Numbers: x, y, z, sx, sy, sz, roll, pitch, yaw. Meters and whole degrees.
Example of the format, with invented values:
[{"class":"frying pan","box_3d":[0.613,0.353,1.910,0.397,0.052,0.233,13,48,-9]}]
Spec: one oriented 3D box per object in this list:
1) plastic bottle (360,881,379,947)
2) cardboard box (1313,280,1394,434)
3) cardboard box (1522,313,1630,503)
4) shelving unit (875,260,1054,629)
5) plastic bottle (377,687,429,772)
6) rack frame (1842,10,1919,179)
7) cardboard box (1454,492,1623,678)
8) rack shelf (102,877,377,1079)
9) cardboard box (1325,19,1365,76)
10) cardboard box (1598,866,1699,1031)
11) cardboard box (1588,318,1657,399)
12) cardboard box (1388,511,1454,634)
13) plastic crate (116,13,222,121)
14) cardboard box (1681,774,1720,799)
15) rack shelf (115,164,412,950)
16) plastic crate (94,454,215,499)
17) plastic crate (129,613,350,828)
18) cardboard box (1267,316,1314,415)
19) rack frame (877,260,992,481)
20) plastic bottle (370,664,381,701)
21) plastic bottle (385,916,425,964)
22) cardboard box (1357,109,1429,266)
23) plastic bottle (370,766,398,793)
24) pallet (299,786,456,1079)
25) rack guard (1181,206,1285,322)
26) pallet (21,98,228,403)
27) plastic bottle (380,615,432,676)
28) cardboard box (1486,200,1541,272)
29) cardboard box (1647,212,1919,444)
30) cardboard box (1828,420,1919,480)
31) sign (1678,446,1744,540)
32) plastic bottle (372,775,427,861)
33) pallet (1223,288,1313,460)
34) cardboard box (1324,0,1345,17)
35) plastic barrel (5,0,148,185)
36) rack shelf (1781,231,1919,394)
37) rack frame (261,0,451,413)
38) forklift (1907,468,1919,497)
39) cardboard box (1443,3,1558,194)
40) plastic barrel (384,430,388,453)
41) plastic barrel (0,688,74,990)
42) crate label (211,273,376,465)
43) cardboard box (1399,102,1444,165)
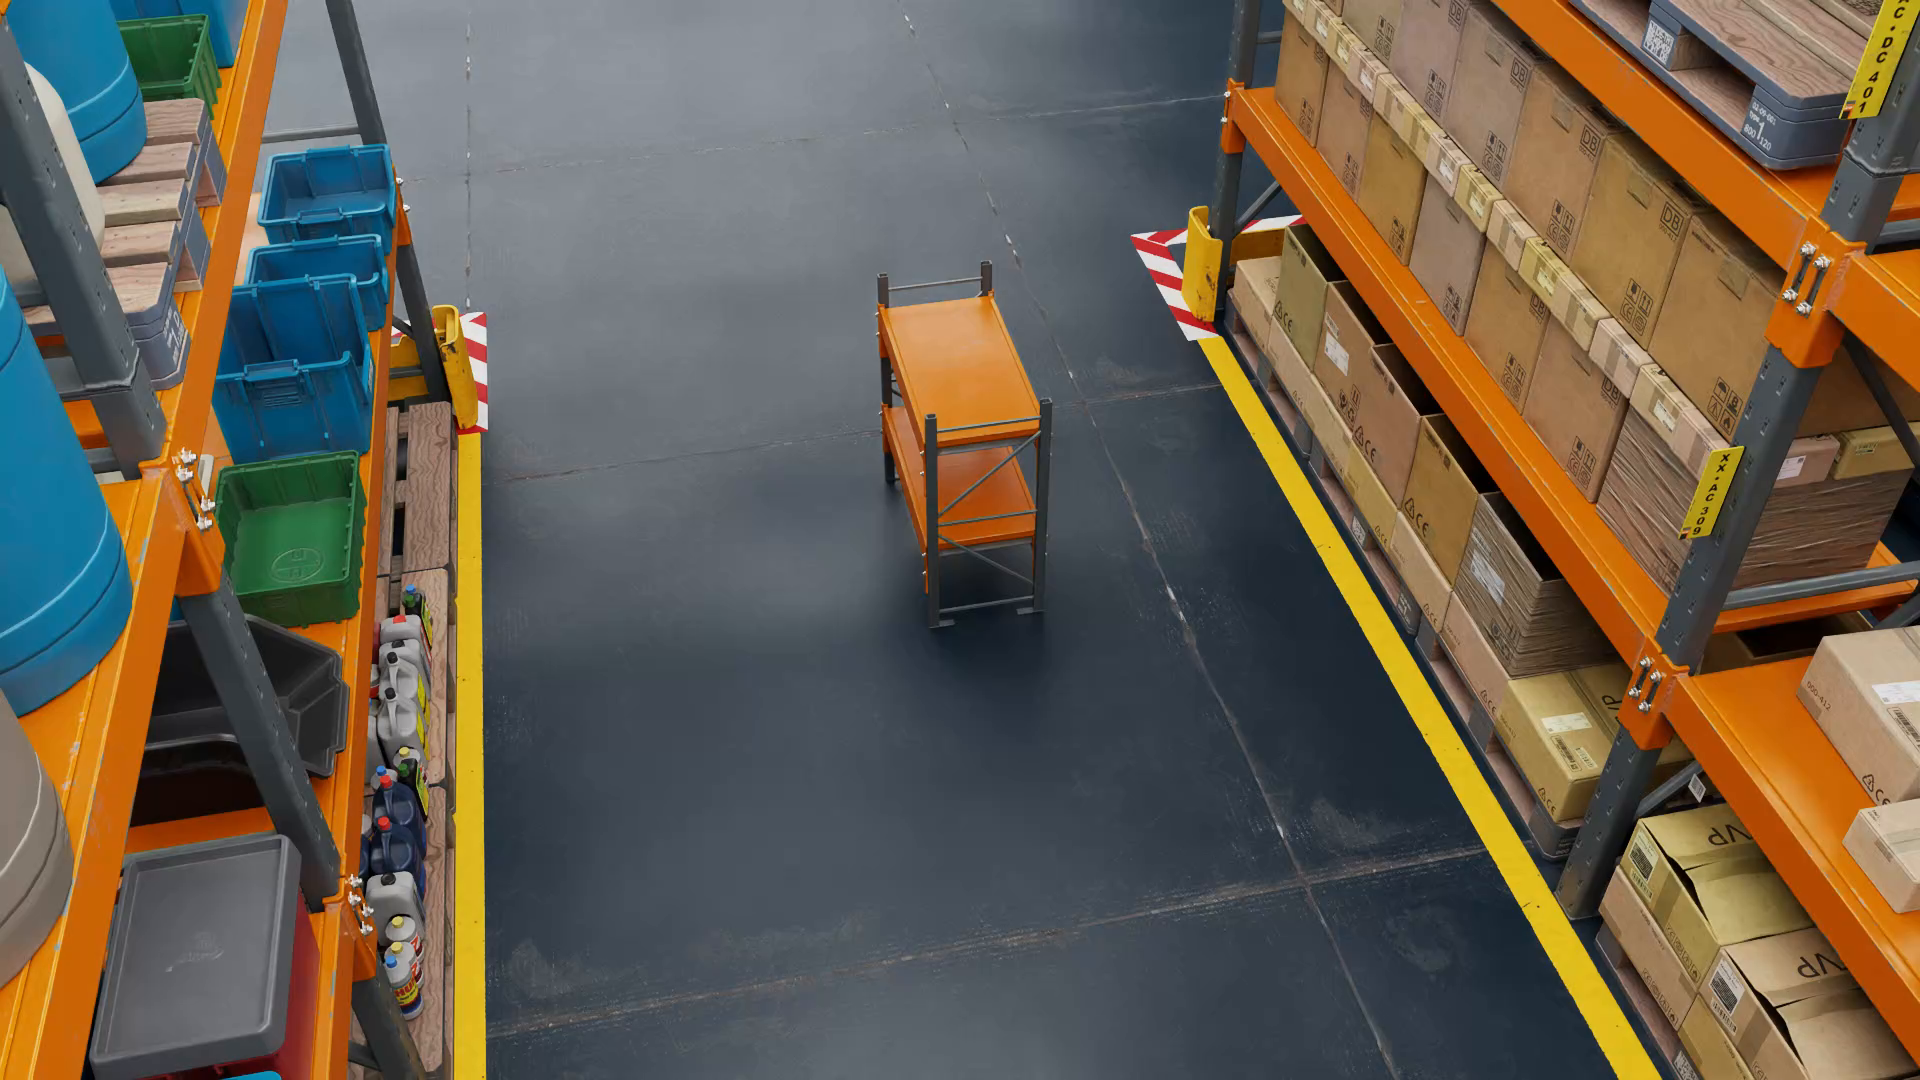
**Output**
[{"class":"plastic bottle","box_3d":[-2.012,1.242,5.588,0.061,0.283,0.133,-8,42,-9]},{"class":"cardboard box","box_3d":[1.932,-0.834,7.402,0.500,0.500,0.500,-8,42,-9]},{"class":"cardboard box","box_3d":[2.445,-0.523,5.786,0.700,0.500,0.500,-9,42,-10]},{"class":"shelving unit","box_3d":[0.001,-0.416,7.153,0.538,1.125,1.048,-8,42,-9]},{"class":"plastic bottle","box_3d":[-2.072,0.695,6.153,0.144,0.351,0.185,-9,42,-10]},{"class":"rack frame","box_3d":[2.667,-2.101,3.120,1.000,3.000,0.127,-8,42,-9]},{"class":"cardboard box","box_3d":[2.257,0.138,6.307,0.500,0.500,0.500,-8,42,-9]},{"class":"rack shelf","box_3d":[-1.739,2.415,3.093,1.077,0.370,4.000,-8,42,-9]},{"class":"cardboard box","box_3d":[1.790,-2.113,7.088,0.380,0.149,0.250,-8,42,-9]},{"class":"cardboard box","box_3d":[2.512,1.311,5.551,0.500,0.250,0.500,-9,42,-10]},{"class":"cardboard box","box_3d":[2.288,-0.613,5.399,0.380,0.149,0.250,-10,42,-11]},{"class":"cardboard box","box_3d":[2.133,0.097,6.918,0.500,0.250,0.500,-8,42,-9]},{"class":"plastic crate","box_3d":[-2.245,-1.255,4.586,0.336,0.188,0.450,-8,42,-9]},{"class":"cardboard box","box_3d":[2.863,0.670,6.273,0.500,0.250,0.500,-8,42,-9]},{"class":"rack shelf","box_3d":[-2.602,-0.178,6.014,1.077,0.370,4.000,-8,42,-9]},{"class":"plastic crate","box_3d":[-2.768,-0.068,5.547,0.530,0.136,0.437,-8,42,-9]},{"class":"plastic crate","box_3d":[-2.159,0.515,4.738,0.767,0.338,0.504,-8,42,-9]},{"class":"cardboard box","box_3d":[1.813,-0.876,8.014,0.500,0.250,0.500,-8,42,-9]},{"class":"rack frame","box_3d":[-0.108,-0.746,7.525,0.500,1.125,0.032,-8,42,-9]},{"class":"plastic bottle","box_3d":[-2.270,0.554,6.425,0.097,0.201,0.097,0,42,0]},{"class":"plastic bottle","box_3d":[-1.855,1.331,5.550,0.097,0.201,0.097,0,42,0]},{"class":"cardboard box","box_3d":[2.111,-1.521,6.910,0.700,0.500,0.500,-8,42,-9]},{"class":"plastic bottle","box_3d":[-2.049,0.911,5.970,0.097,0.271,0.097,0,42,0]},{"class":"pallet","box_3d":[-2.275,1.451,5.738,1.003,0.211,1.213,-8,42,-9]},{"class":"rack guard","box_3d":[1.798,-1.531,8.880,1.175,0.500,0.348,-8,42,-9]},{"class":"pallet","box_3d":[-2.422,-0.655,3.893,1.213,0.211,1.003,-8,42,-9]},{"class":"plastic bottle","box_3d":[-2.182,0.406,6.535,0.152,0.276,0.135,-8,42,-9]},{"class":"cardboard box","box_3d":[2.126,-1.106,5.955,0.380,0.149,0.250,-7,42,-8]},{"class":"cardboard box","box_3d":[2.565,-0.667,4.971,0.700,0.500,0.500,-8,42,-9]},{"class":"cardboard box","box_3d":[2.798,-0.340,5.091,0.380,0.149,0.250,-8,42,-9]},{"class":"sign","box_3d":[2.125,-0.130,4.707,0.100,0.325,0.005,-8,42,-9]},{"class":"plastic bottle","box_3d":[-1.980,0.971,5.843,0.144,0.351,0.185,-10,43,-11]},{"class":"pallet","box_3d":[2.009,-0.918,8.407,1.003,0.211,1.213,-8,42,-9]},{"class":"cardboard box","box_3d":[1.903,-2.634,7.187,0.700,0.500,0.500,-8,42,-9]},{"class":"plastic barrel","box_3d":[-2.281,-1.277,3.757,0.600,0.901,0.708,-8,42,-9]},{"class":"rack shelf","box_3d":[3.098,0.586,2.894,1.077,0.370,4.000,-8,42,-9]},{"class":"rack frame","box_3d":[-3.034,-1.743,7.236,1.000,3.000,0.127,-8,42,-9]},{"class":"forklift","box_3d":[4.519,-1.601,7.127,1.130,2.935,3.031,-9,42,-10]},{"class":"cardboard box","box_3d":[2.240,-1.643,6.070,0.700,0.500,0.500,-8,42,-9]},{"class":"plastic barrel","box_3d":[-2.817,-0.554,7.454,0.421,0.512,0.421,0,42,0]},{"class":"plastic barrel","box_3d":[-1.708,0.263,2.339,0.600,0.901,0.600,0,42,0]},{"class":"crate label","box_3d":[-2.373,-0.602,5.924,0.502,0.435,0.616,-8,42,-9]},{"class":"cardboard box","box_3d":[1.958,-1.611,6.523,0.380,0.149,0.250,-9,42,-10]}]
